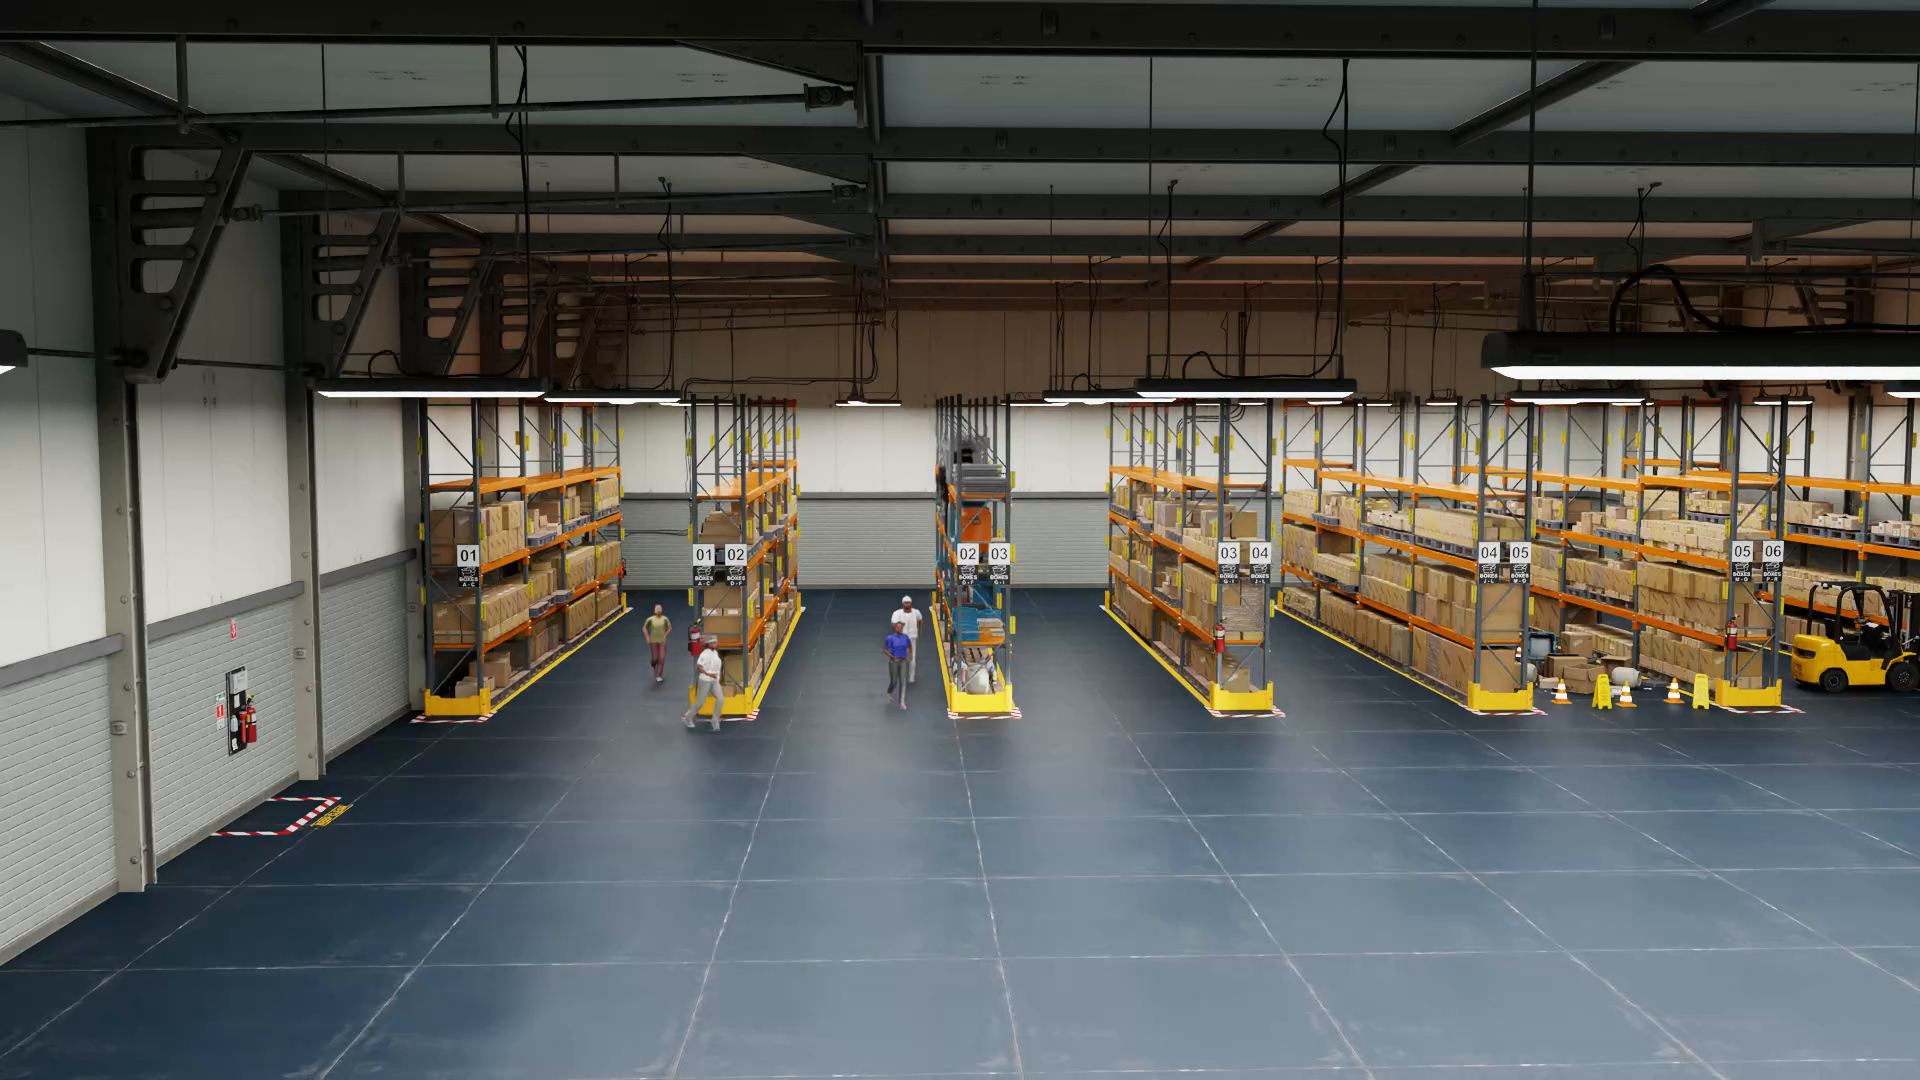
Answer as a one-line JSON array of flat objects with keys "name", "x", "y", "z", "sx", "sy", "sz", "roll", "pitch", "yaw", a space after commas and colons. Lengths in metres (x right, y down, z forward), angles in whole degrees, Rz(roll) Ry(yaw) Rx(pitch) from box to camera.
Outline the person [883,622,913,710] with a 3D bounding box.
[{"name": "person", "x": -1.187, "y": 2.491, "z": 32.026, "sx": 0.601, "sy": 1.465, "sz": 0.775, "roll": -1, "pitch": 5, "yaw": -17}]

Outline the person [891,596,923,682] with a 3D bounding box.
[{"name": "person", "x": -1.108, "y": 2.058, "z": 35.005, "sx": 0.697, "sy": 1.760, "sz": 0.977, "roll": 0, "pitch": 5, "yaw": -5}]

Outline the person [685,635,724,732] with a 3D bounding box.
[{"name": "person", "x": -4.495, "y": 2.558, "z": 29.769, "sx": 0.744, "sy": 1.718, "sz": 0.669, "roll": 3, "pitch": 5, "yaw": 35}]

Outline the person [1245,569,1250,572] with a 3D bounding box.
[{"name": "person", "x": 7.966, "y": 1.192, "z": 46.483, "sx": 0.697, "sy": 1.826, "sz": 0.762, "roll": 0, "pitch": 5, "yaw": 3}]

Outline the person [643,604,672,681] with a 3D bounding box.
[{"name": "person", "x": -6.371, "y": 2.151, "z": 35.081, "sx": 0.596, "sy": 1.623, "sz": 0.597, "roll": -2, "pitch": 5, "yaw": -20}]
